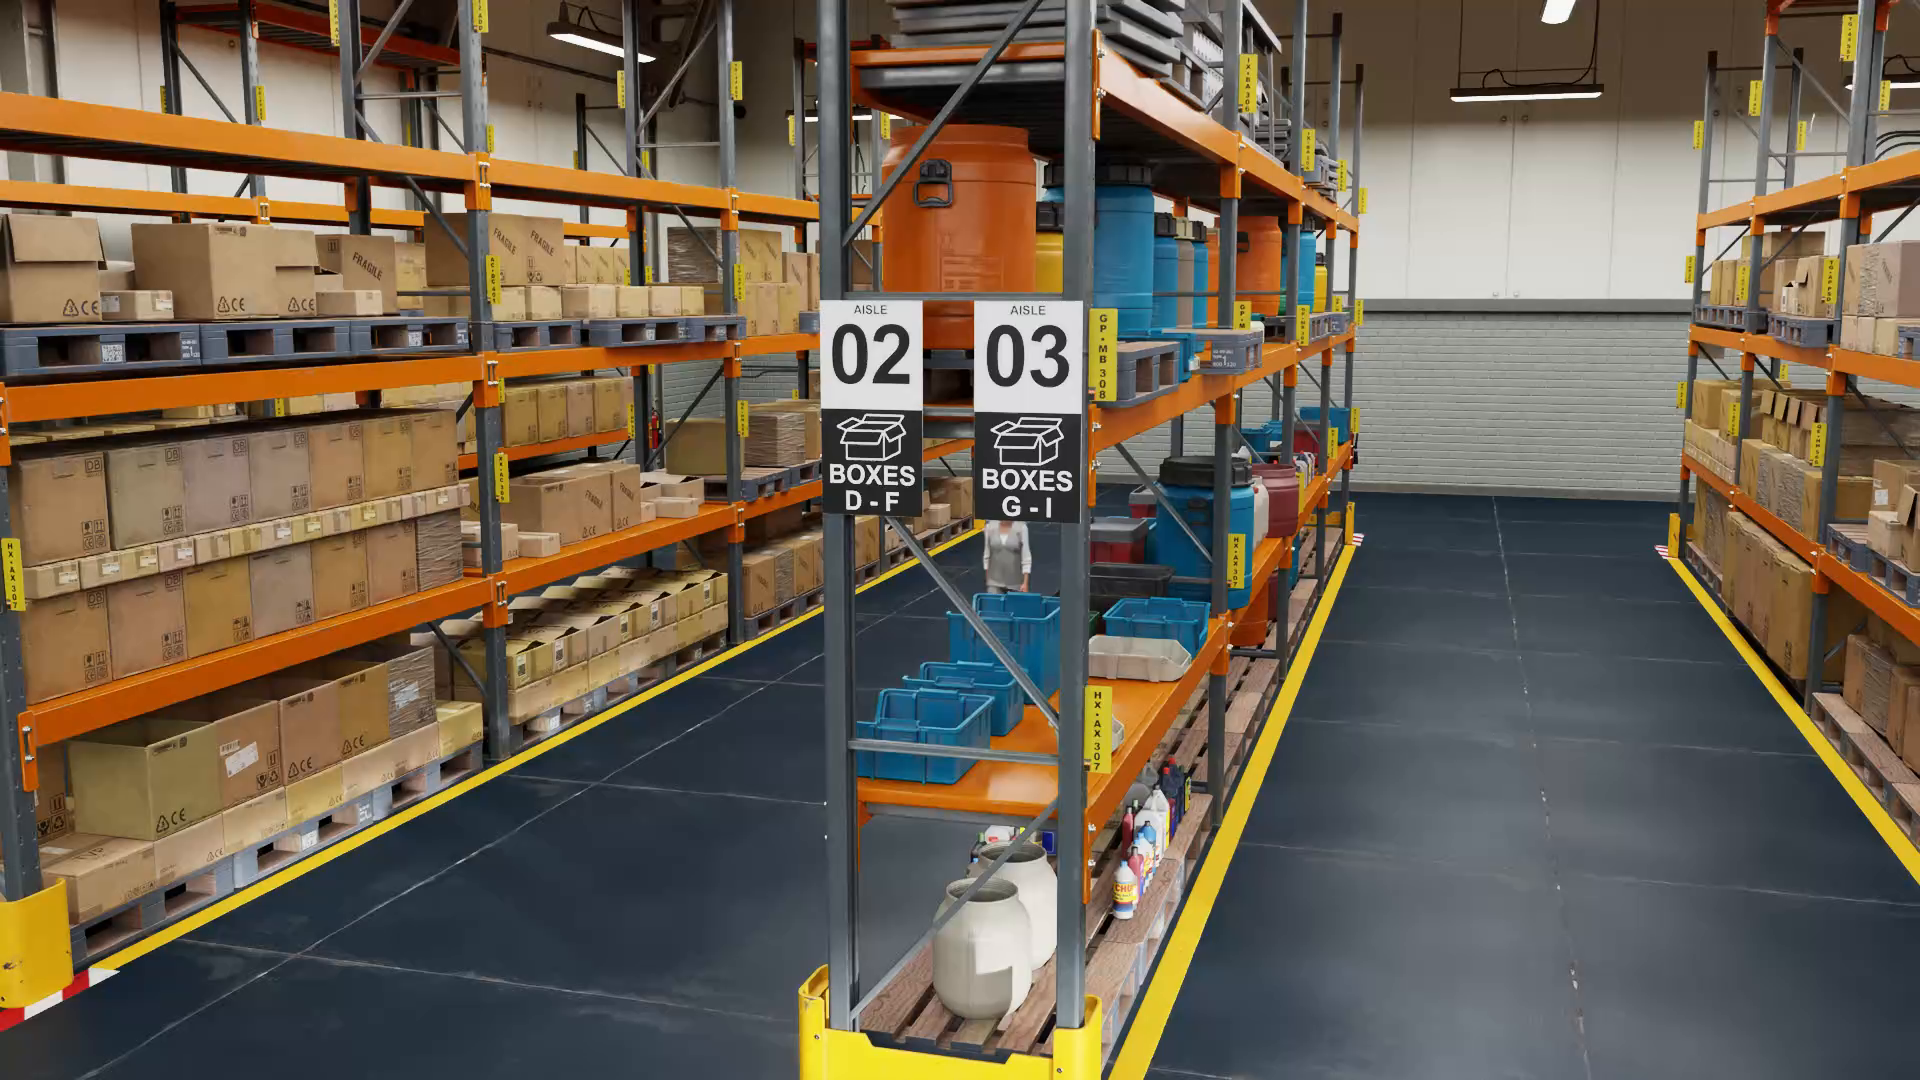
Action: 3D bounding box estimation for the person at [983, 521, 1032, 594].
[{"bbox_3d":[0.391,0.378,13.809,0.409,1.537,0.949,1,9,4],"label":"person"}]
